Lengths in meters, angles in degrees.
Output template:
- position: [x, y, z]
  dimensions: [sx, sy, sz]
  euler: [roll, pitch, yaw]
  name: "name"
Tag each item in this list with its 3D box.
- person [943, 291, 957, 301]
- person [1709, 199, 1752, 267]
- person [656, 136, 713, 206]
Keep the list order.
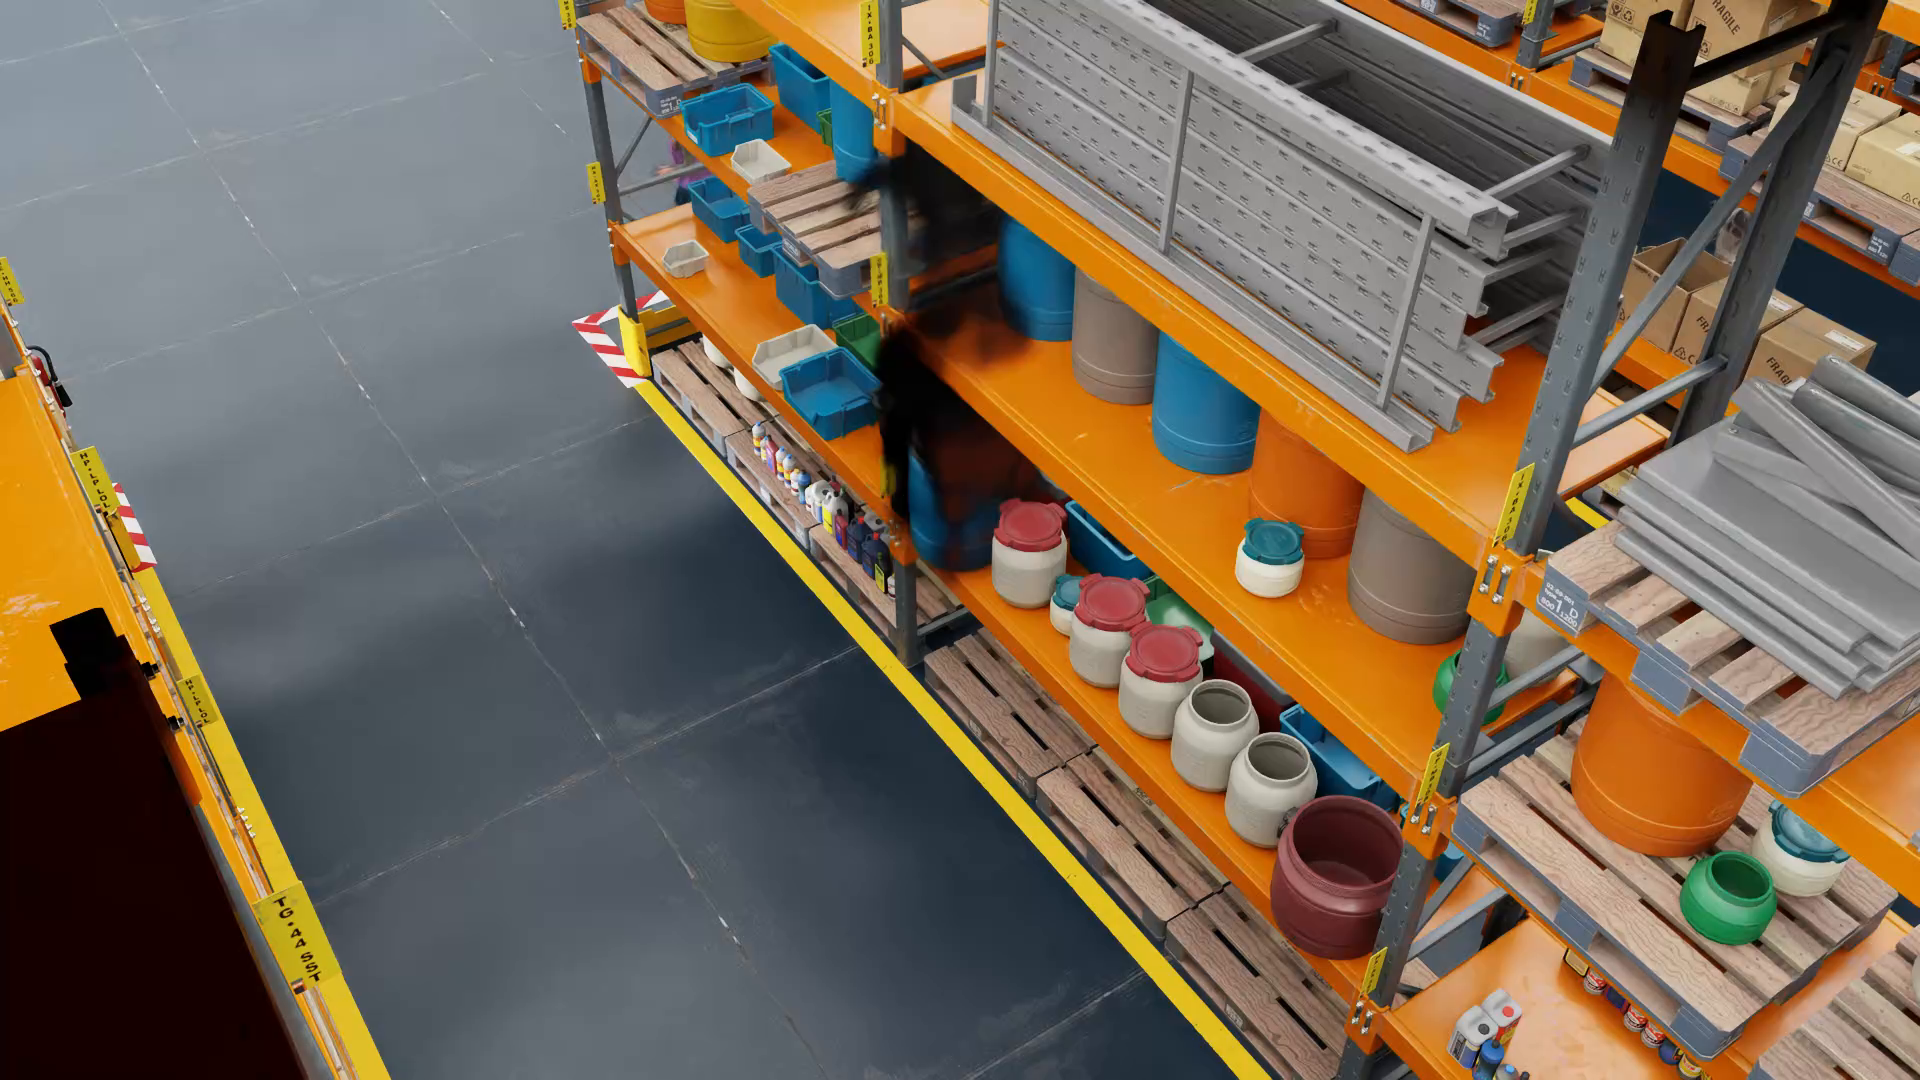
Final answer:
- position: [-0.260, -2.341, 12.733]
  dimensions: [0.521, 1.650, 0.765]
  euler: [-30, 50, -28]
  name: "person"
- position: [5.934, -2.073, 12.723]
  dimensions: [0.644, 1.849, 0.780]
  euler: [-30, 50, -29]
  name: "person"
- position: [-2.233, -3.033, 13.907]
  dimensions: [0.529, 1.554, 0.516]
  euler: [7, 43, 8]
  name: "person"
